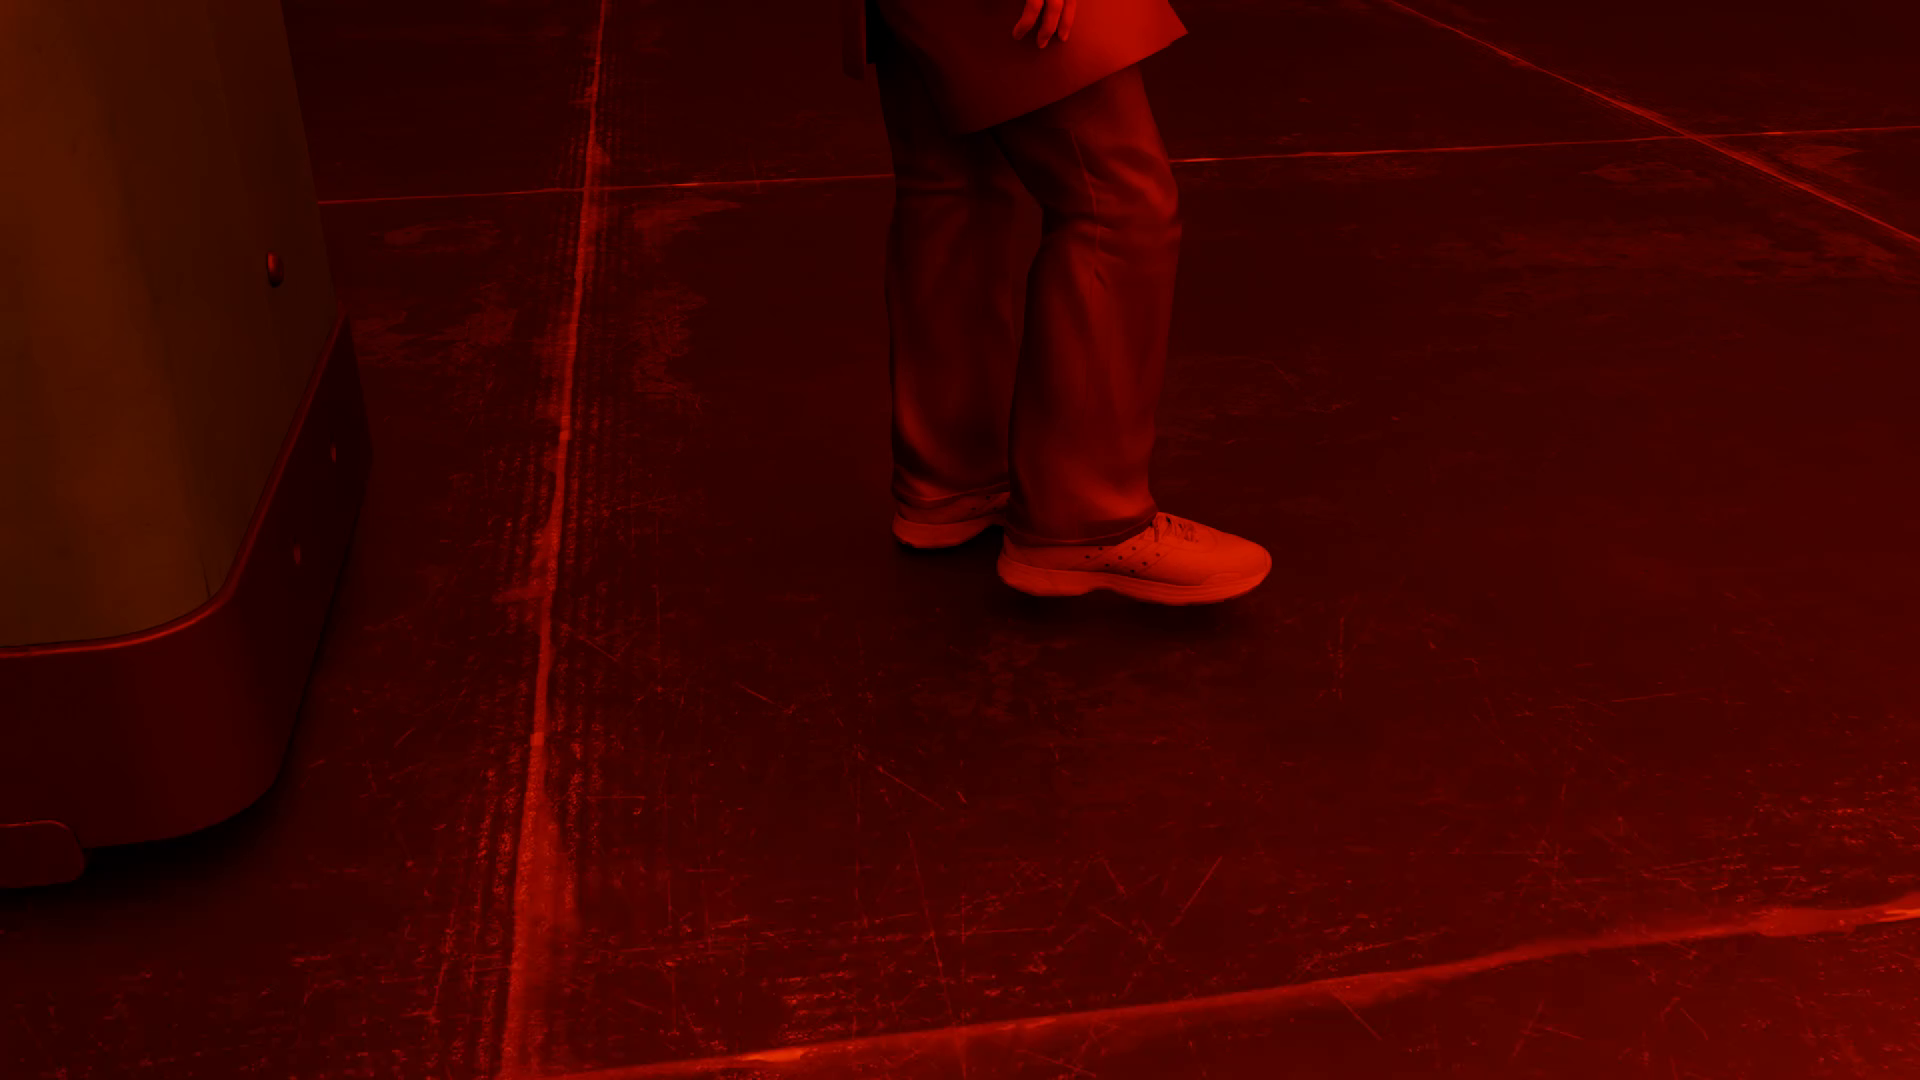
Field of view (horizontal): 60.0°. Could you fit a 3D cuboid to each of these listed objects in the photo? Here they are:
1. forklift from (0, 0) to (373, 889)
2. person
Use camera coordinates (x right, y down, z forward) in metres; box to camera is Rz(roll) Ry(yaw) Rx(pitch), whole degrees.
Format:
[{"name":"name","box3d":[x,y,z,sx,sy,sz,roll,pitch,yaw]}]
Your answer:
[{"name":"forklift","box3d":[-2.326,-1.036,1.324,3.031,2.935,1.130,-5,28,-9]},{"name":"person","box3d":[0.092,-0.797,2.091,0.580,1.778,0.696,-5,28,-9]}]
